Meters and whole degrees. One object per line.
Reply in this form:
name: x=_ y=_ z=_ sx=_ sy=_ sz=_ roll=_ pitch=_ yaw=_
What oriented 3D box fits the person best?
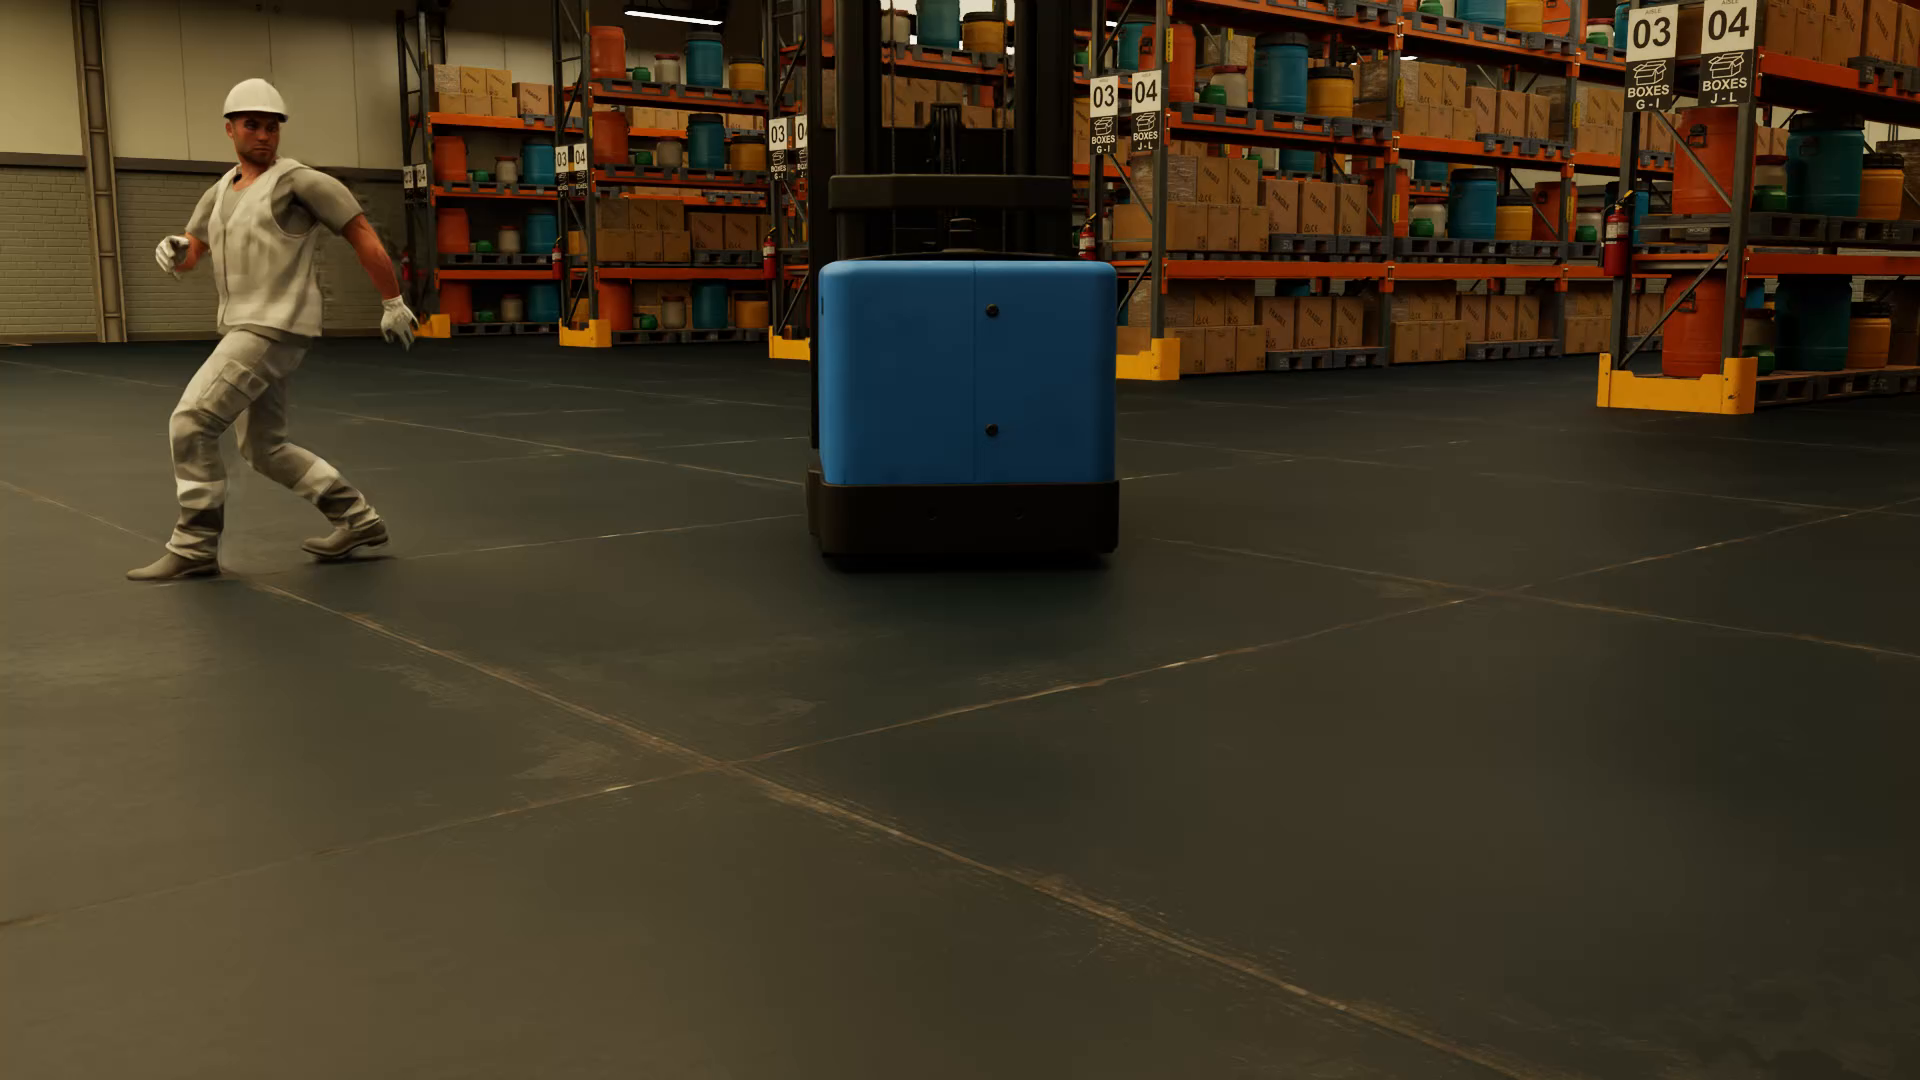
person: x=-2.431 y=-0.726 z=5.791 sx=0.969 sy=1.708 sz=0.558 roll=-7 pitch=11 yaw=-37

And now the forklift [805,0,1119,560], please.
forklift: x=-0.108 y=-1.563 z=7.056 sx=1.130 sy=2.935 sz=3.031 roll=-1 pitch=9 yaw=-6
